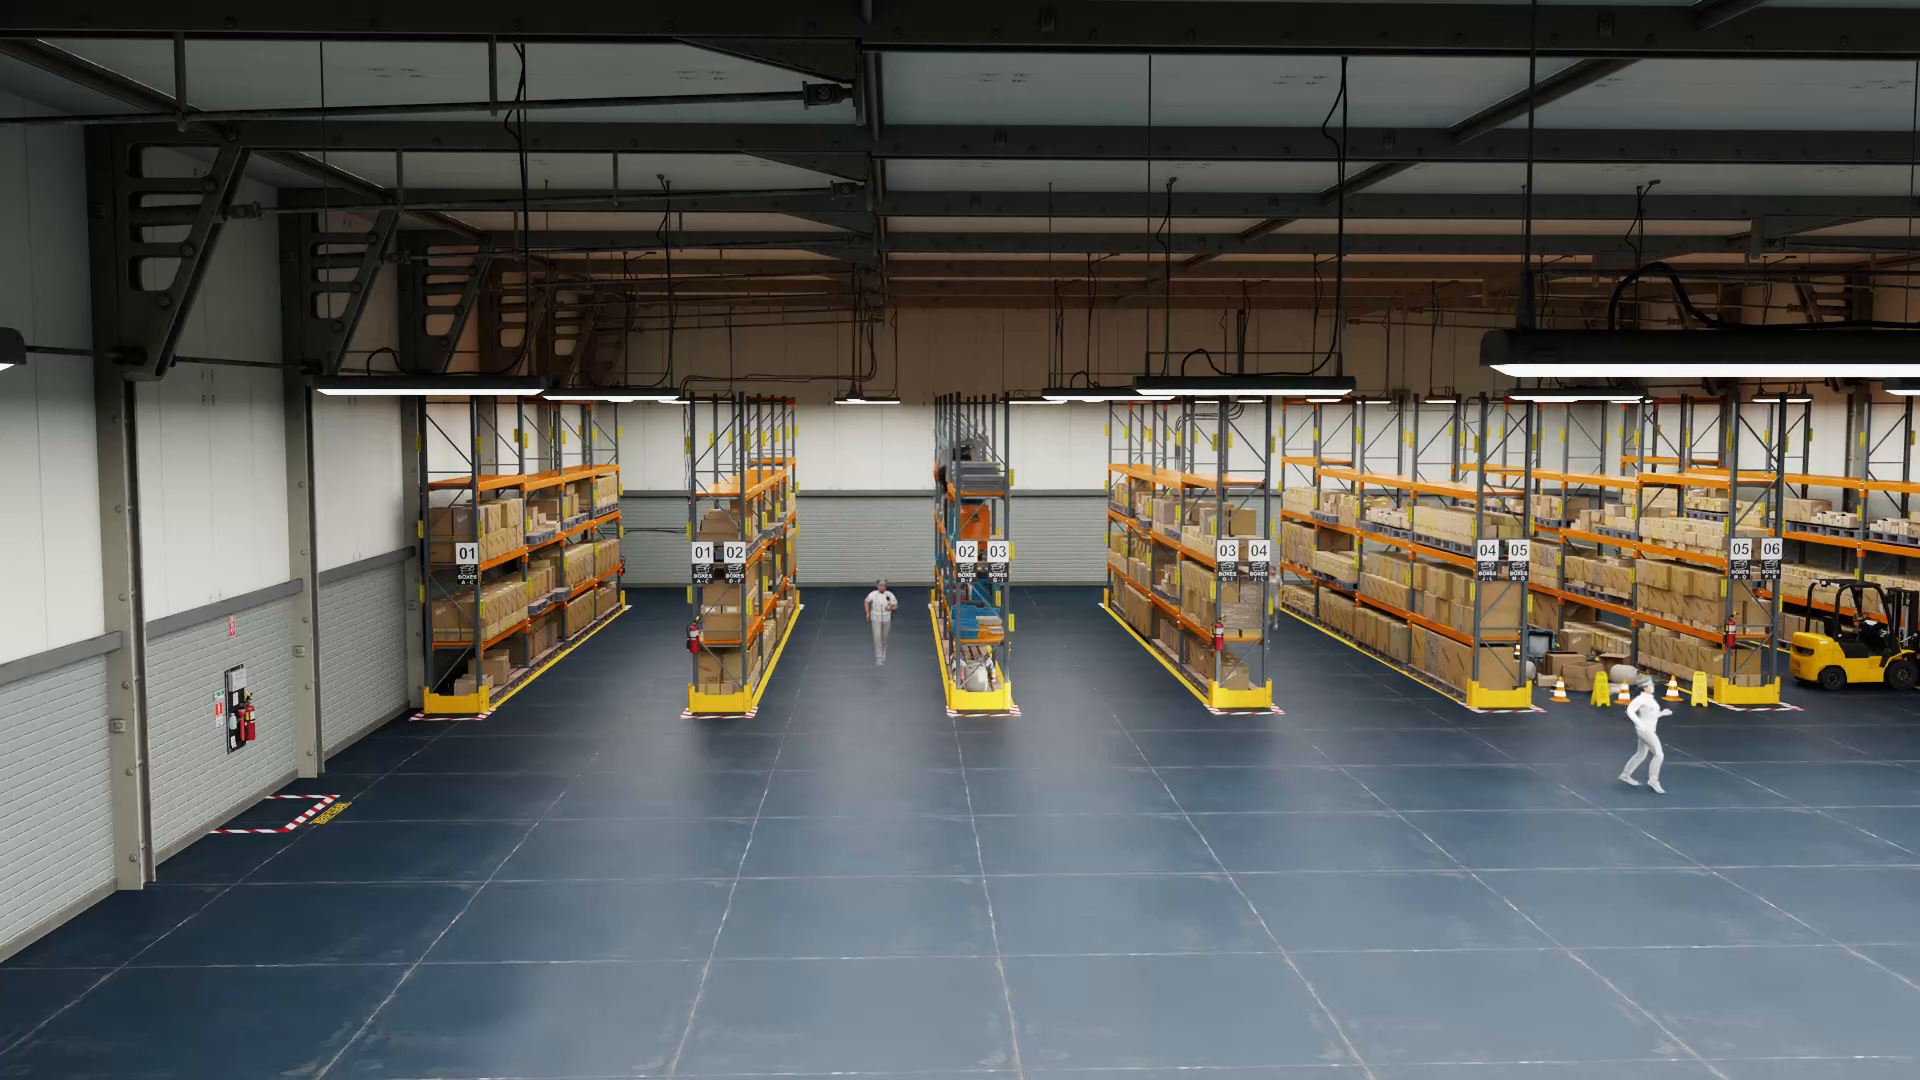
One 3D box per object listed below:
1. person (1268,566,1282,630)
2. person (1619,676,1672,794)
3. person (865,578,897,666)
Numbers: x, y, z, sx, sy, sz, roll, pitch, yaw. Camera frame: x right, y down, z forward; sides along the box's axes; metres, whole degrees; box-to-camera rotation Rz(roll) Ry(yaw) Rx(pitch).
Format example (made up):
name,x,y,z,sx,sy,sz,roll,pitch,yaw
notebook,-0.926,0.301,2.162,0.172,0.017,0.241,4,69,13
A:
name,x,y,z,sx,sy,sz,roll,pitch,yaw
person,8.088,1.477,43.003,0.550,1.614,0.859,0,5,1
person,10.234,2.892,24.802,0.695,1.752,0.593,2,5,27
person,-1.652,1.710,35.175,0.665,1.816,0.846,-1,5,-12
